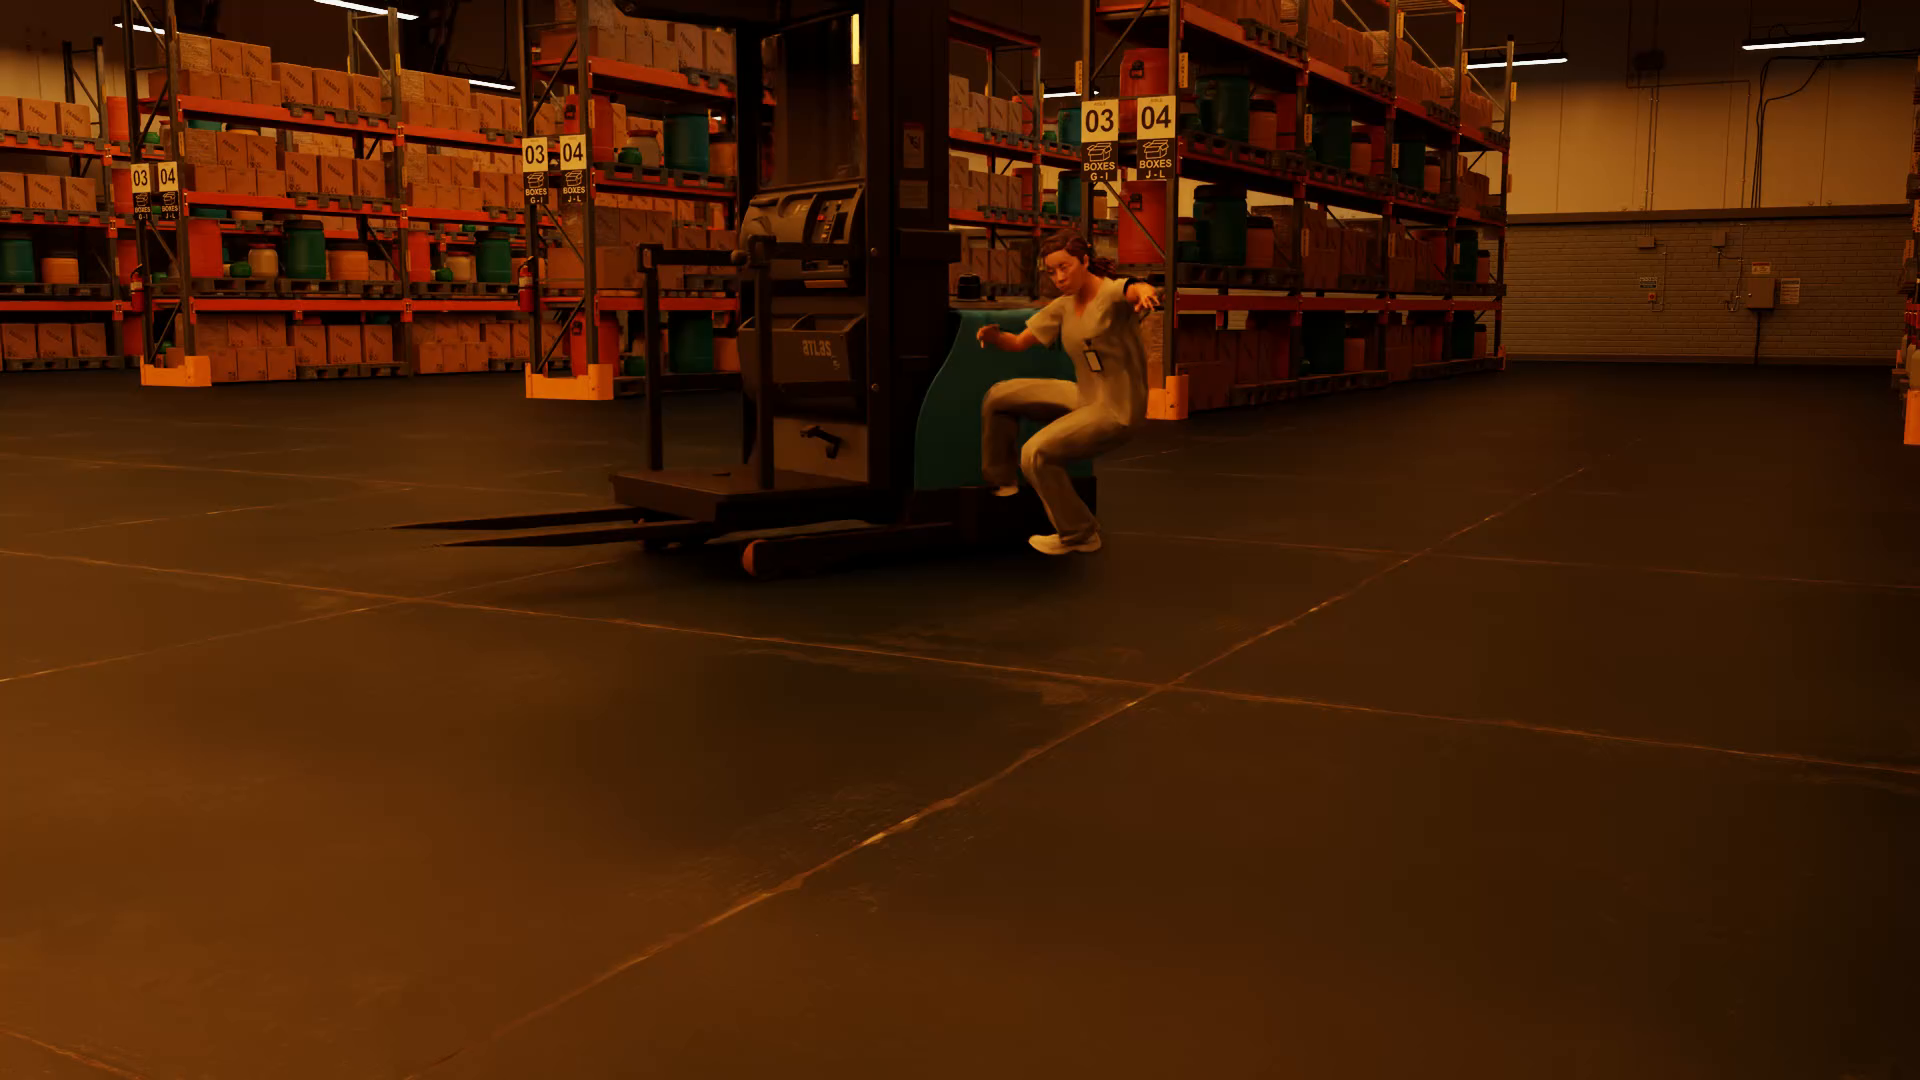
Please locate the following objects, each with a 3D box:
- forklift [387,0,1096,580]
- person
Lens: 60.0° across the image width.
[{"bbox_3d":[-0.856,-1.374,7.048,3.031,2.935,1.130,-6,10,-36],"label":"forklift"},{"bbox_3d":[0.419,-0.586,6.735,0.732,1.328,1.499,-5,9,-30],"label":"person"}]
